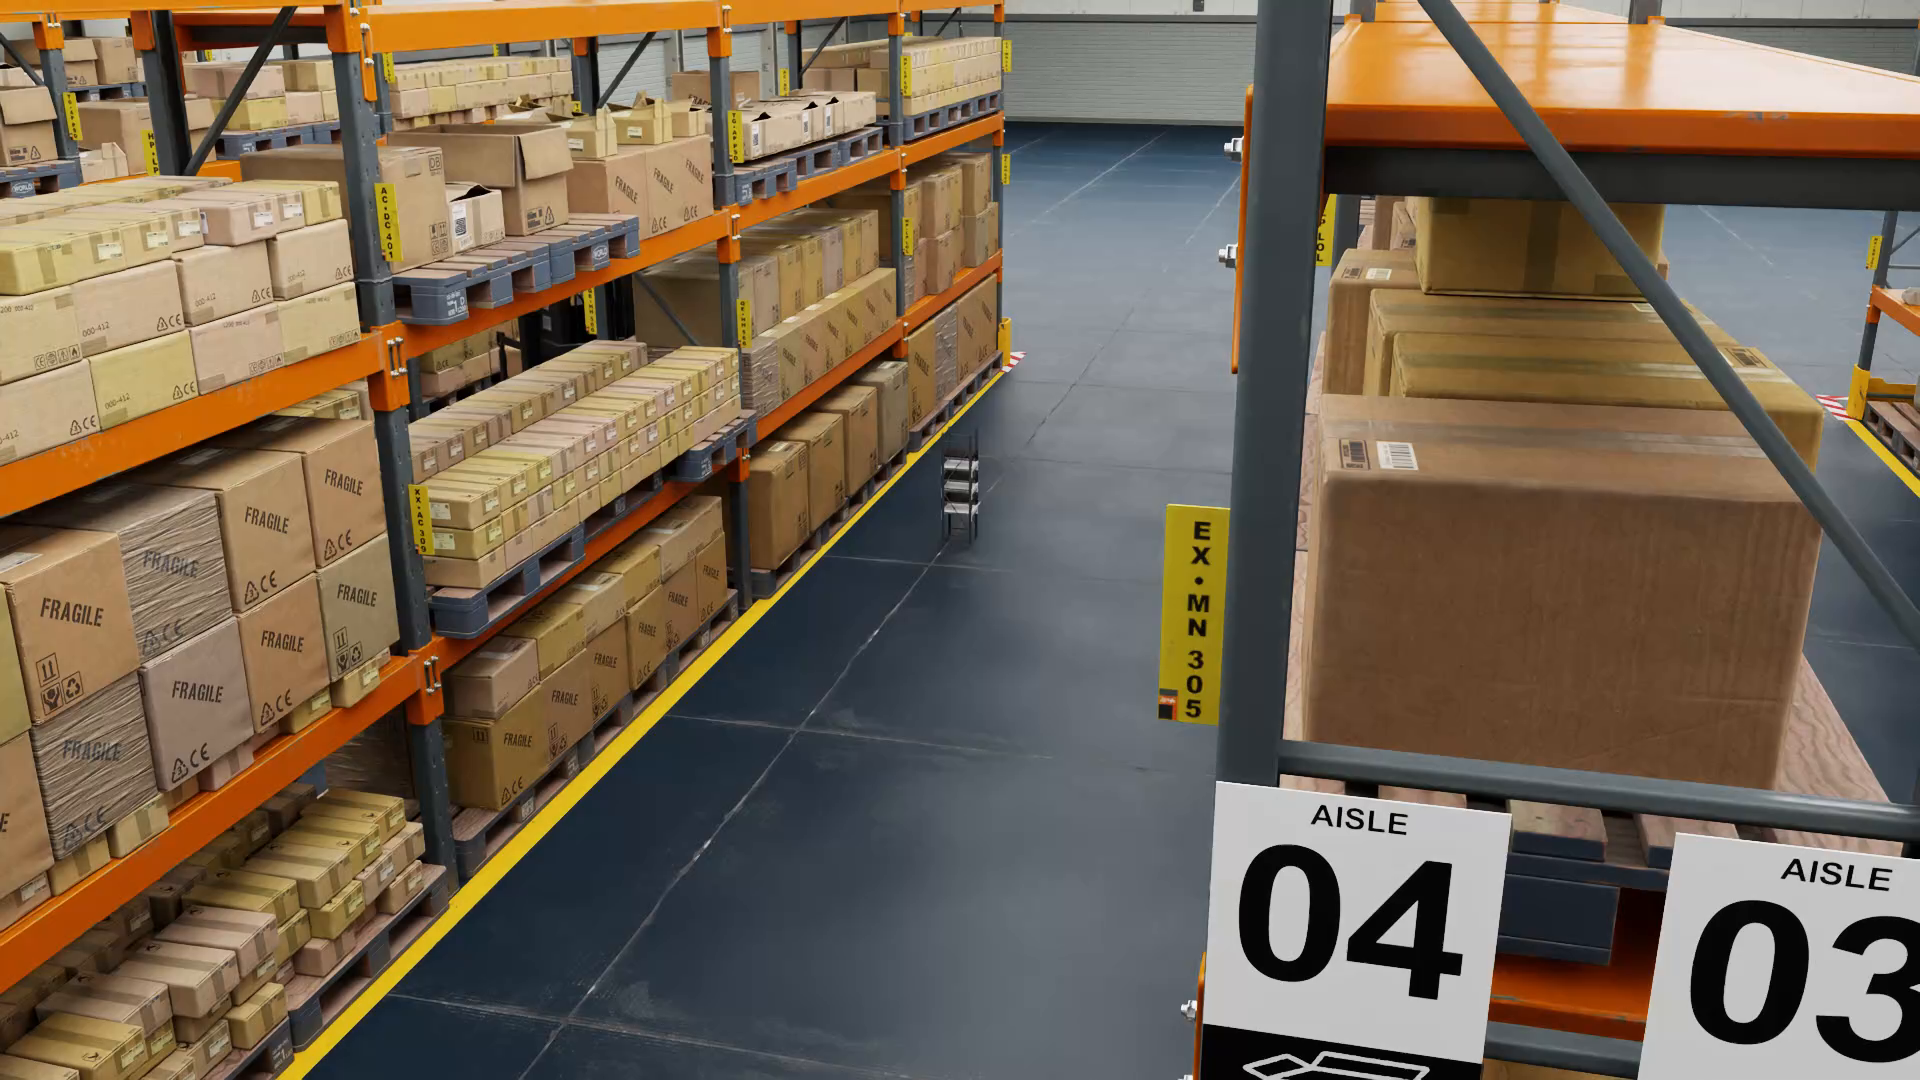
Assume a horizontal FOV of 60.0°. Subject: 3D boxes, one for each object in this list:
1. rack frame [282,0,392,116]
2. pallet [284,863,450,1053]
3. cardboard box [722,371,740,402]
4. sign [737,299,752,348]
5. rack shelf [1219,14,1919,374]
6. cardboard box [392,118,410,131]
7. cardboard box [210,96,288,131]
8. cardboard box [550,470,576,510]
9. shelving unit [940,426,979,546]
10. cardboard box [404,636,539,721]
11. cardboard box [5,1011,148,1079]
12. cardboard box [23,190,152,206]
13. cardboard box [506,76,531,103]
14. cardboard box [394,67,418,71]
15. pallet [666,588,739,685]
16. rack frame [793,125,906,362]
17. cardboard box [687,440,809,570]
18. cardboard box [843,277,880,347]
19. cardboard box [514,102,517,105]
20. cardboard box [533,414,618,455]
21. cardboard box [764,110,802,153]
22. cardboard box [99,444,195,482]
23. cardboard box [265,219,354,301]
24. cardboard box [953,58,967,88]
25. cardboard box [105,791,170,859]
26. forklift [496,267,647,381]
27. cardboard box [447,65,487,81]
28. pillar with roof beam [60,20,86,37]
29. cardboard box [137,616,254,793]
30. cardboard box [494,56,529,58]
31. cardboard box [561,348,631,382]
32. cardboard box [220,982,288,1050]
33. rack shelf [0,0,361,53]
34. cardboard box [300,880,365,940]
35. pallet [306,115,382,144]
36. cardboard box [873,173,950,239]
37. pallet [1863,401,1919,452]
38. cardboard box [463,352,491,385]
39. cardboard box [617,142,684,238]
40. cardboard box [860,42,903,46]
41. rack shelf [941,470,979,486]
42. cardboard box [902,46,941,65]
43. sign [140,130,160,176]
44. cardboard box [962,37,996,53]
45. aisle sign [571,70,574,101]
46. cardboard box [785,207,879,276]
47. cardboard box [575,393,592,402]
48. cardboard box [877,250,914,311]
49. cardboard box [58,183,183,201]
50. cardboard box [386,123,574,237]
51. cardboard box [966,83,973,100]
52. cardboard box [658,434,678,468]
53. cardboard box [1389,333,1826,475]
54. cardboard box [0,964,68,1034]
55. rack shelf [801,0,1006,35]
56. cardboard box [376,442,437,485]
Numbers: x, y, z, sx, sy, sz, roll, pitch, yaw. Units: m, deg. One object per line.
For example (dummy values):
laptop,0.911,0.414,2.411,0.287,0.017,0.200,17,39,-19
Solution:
rack frame,-5.821,-5.426,15.152,1.000,3.000,0.127,5,19,13
pallet,-3.080,1.812,7.555,1.003,0.211,1.213,5,19,13
cardboard box,-1.652,-1.004,10.765,0.380,0.149,0.250,5,20,15
sign,-1.445,-1.445,11.108,0.100,0.325,0.005,5,19,13
rack shelf,1.346,-0.979,3.865,1.077,0.370,4.000,5,19,13
cardboard box,-5.503,-3.967,15.909,0.380,0.149,0.250,4,19,13
cardboard box,-6.077,-3.622,14.092,0.500,0.250,0.500,5,19,14
cardboard box,-2.221,-0.272,8.622,0.380,0.149,0.250,4,19,11
shelving unit,-0.002,-0.423,13.035,0.258,0.900,0.210,5,19,13
cardboard box,-2.514,0.698,8.560,0.500,0.250,0.500,4,19,11
cardboard box,-3.168,1.851,5.969,0.380,0.149,0.250,5,19,14
cardboard box,-3.362,-1.256,6.426,0.380,0.149,0.250,4,19,13
cardboard box,-4.953,-4.828,17.813,0.500,0.250,0.500,5,20,15
cardboard box,-5.715,-4.709,16.849,0.380,0.149,0.250,4,19,12
pallet,-2.166,0.590,11.133,1.003,0.211,1.213,5,19,13
rack frame,-0.996,-2.228,15.069,1.000,3.000,0.127,5,19,13
cardboard box,-1.737,-0.292,12.233,1.050,0.750,0.750,4,19,13
cardboard box,-0.988,-1.932,14.049,0.500,0.500,0.500,4,19,13
cardboard box,-4.928,-4.690,18.027,0.380,0.149,0.250,5,19,13
cardboard box,-2.093,-0.574,9.047,0.380,0.149,0.250,5,20,15
cardboard box,-1.461,-2.935,11.927,0.500,0.250,0.500,5,20,15
cardboard box,-3.409,-0.096,6.666,0.500,0.500,0.500,4,19,12
cardboard box,-2.817,-1.141,6.705,0.500,0.250,0.500,4,19,11
cardboard box,-0.237,-4.569,16.252,0.500,0.250,0.500,5,19,14
cardboard box,-3.106,1.002,6.001,0.380,0.149,0.250,5,19,14
forklift,-3.366,-1.910,14.245,1.130,2.935,3.031,-15,24,-37
cardboard box,-5.127,-4.832,17.207,0.380,0.149,0.250,5,20,14
pillar with roof beam,-6.527,-6.584,18.540,9.100,9.000,0.400,5,19,13
cardboard box,-3.046,0.584,6.223,0.500,0.500,0.500,5,19,13
cardboard box,-5.128,-5.424,18.940,0.380,0.149,0.250,5,19,13
cardboard box,-2.337,-1.122,10.649,0.380,0.149,0.250,4,19,12
cardboard box,-2.969,1.904,6.733,0.380,0.149,0.250,5,19,13
rack shelf,-3.439,-1.591,5.040,1.077,0.370,4.000,5,19,13
cardboard box,-2.822,1.584,7.209,0.380,0.149,0.250,4,19,11
pallet,-6.075,-3.733,15.125,1.213,0.211,1.003,5,19,13
cardboard box,-0.586,-3.263,16.197,0.875,0.550,0.550,5,19,13
pallet,9.393,-1.066,15.981,1.003,0.211,1.213,5,19,13
cardboard box,-5.295,-1.816,17.469,0.500,0.250,0.500,6,20,16
cardboard box,-1.976,-2.084,9.853,0.500,0.500,0.500,5,19,13
cardboard box,-0.783,-4.848,16.449,0.380,0.149,0.250,5,19,14
rack shelf,-0.002,-0.477,13.016,0.258,0.077,0.200,5,19,13
cardboard box,-0.392,-4.478,15.367,0.380,0.149,0.250,4,19,12
sign,-3.490,-1.614,7.221,0.100,0.325,0.005,5,19,13
cardboard box,0.166,-5.195,17.467,0.380,0.149,0.250,5,19,14
aisle sign,-4.547,-5.068,19.361,0.394,0.787,0.004,5,19,13
cardboard box,-1.112,-2.592,14.435,0.700,0.500,0.500,4,19,12
cardboard box,-2.474,-0.811,10.200,0.380,0.149,0.250,5,19,14
cardboard box,-0.917,-2.415,15.387,0.875,0.550,0.550,5,19,13
cardboard box,-3.355,-1.339,6.669,0.380,0.149,0.250,4,19,11
cardboard box,-2.446,-1.861,8.546,0.797,0.503,0.637,4,19,13
cardboard box,-0.082,-4.499,16.663,0.380,0.149,0.250,5,19,14
cardboard box,-1.902,-0.542,9.874,0.380,0.149,0.250,4,19,11
cardboard box,1.187,-0.090,3.211,0.700,0.500,0.500,4,19,11
cardboard box,-3.642,1.728,6.329,0.380,0.149,0.250,5,19,14
rack shelf,-0.507,-5.164,16.116,1.077,0.370,4.000,5,19,13
cardboard box,-2.912,-0.388,8.502,0.380,0.149,0.250,4,19,12
